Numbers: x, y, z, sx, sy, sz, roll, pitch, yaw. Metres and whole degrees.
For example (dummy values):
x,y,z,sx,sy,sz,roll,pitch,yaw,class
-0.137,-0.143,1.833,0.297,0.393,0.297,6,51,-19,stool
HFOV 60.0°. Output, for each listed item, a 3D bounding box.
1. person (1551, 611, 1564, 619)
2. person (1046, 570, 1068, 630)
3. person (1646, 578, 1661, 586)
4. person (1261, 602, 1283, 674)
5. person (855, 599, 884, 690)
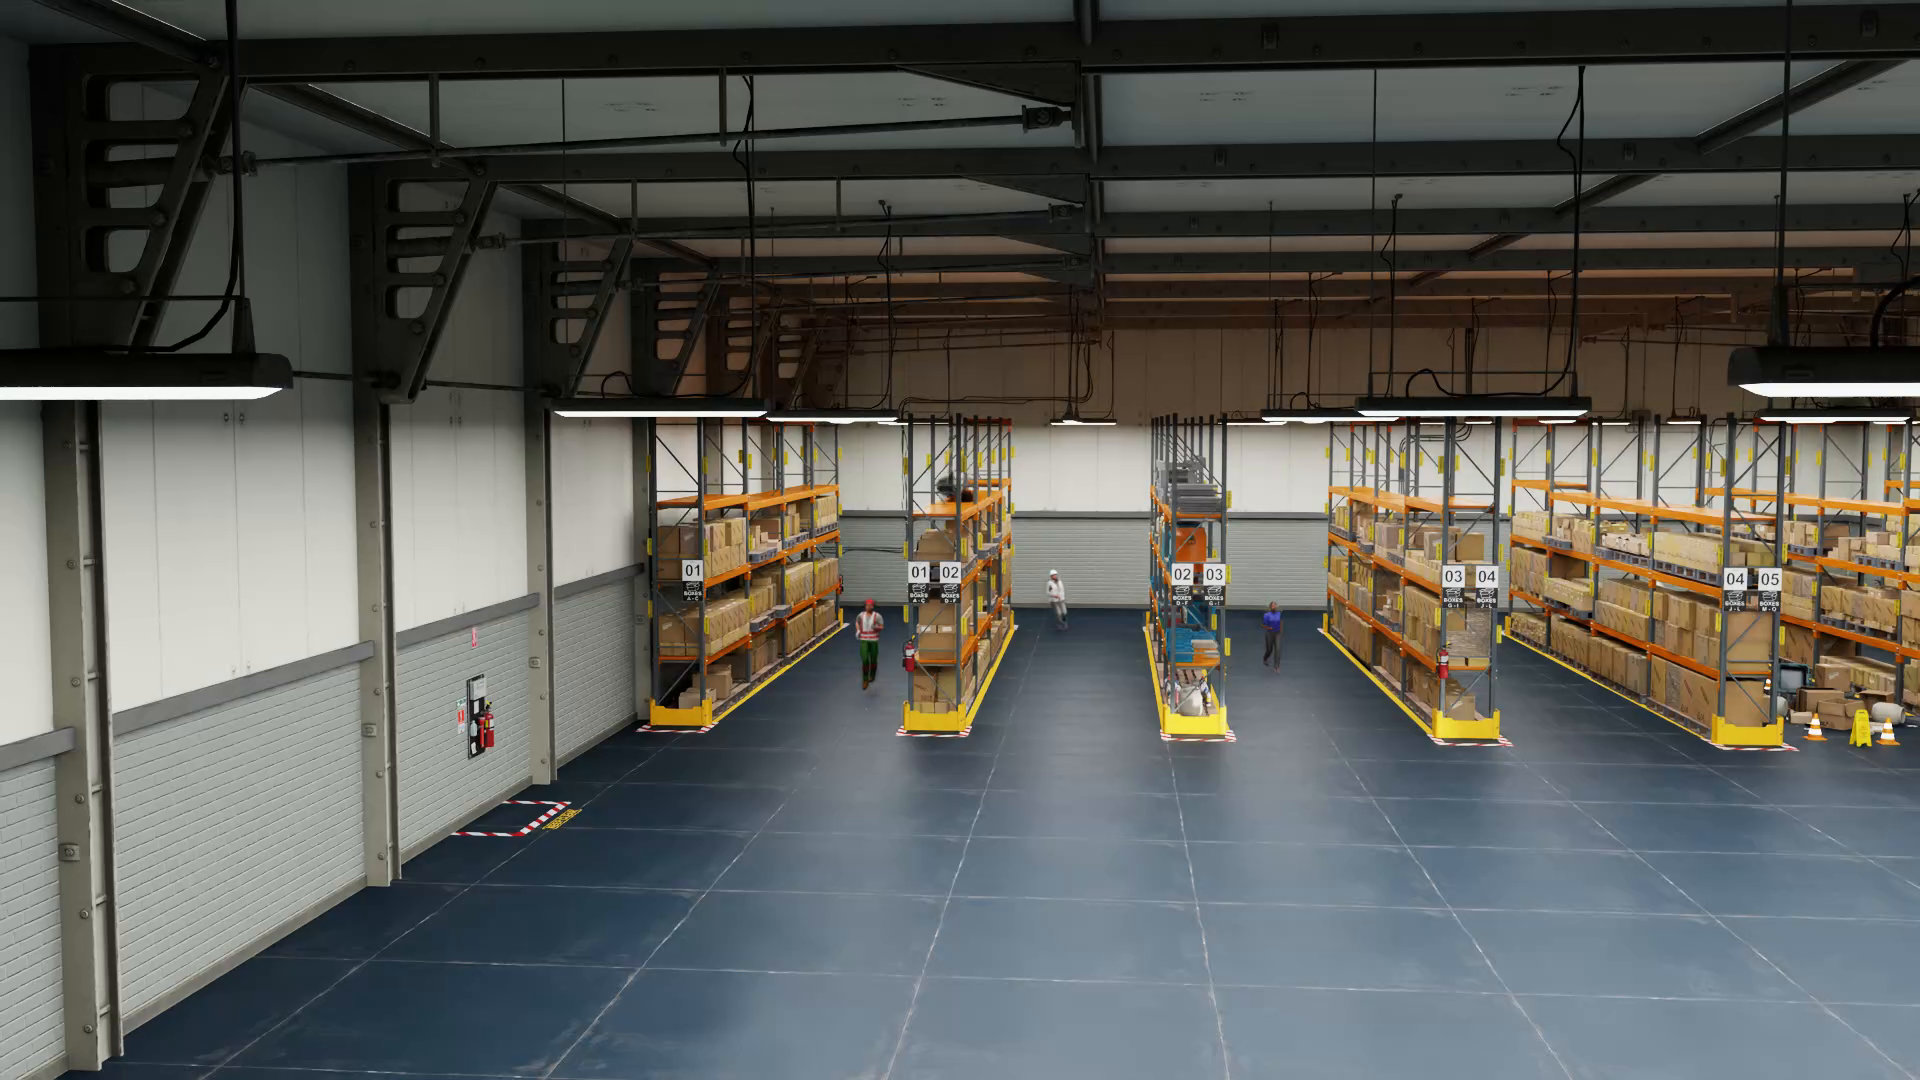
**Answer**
x,y,z,sx,sy,sz,roll,pitch,yaw,class
16.743,1.702,46.856,0.717,1.808,0.831,-3,5,-37,person
2.751,1.699,46.917,0.692,1.723,0.583,-1,4,-17,person
19.411,1.722,46.785,0.720,1.740,0.593,0,4,1,person
7.332,2.267,39.029,0.557,1.653,0.904,-1,4,-9,person
-1.932,2.203,35.318,0.631,1.900,0.716,0,4,2,person
